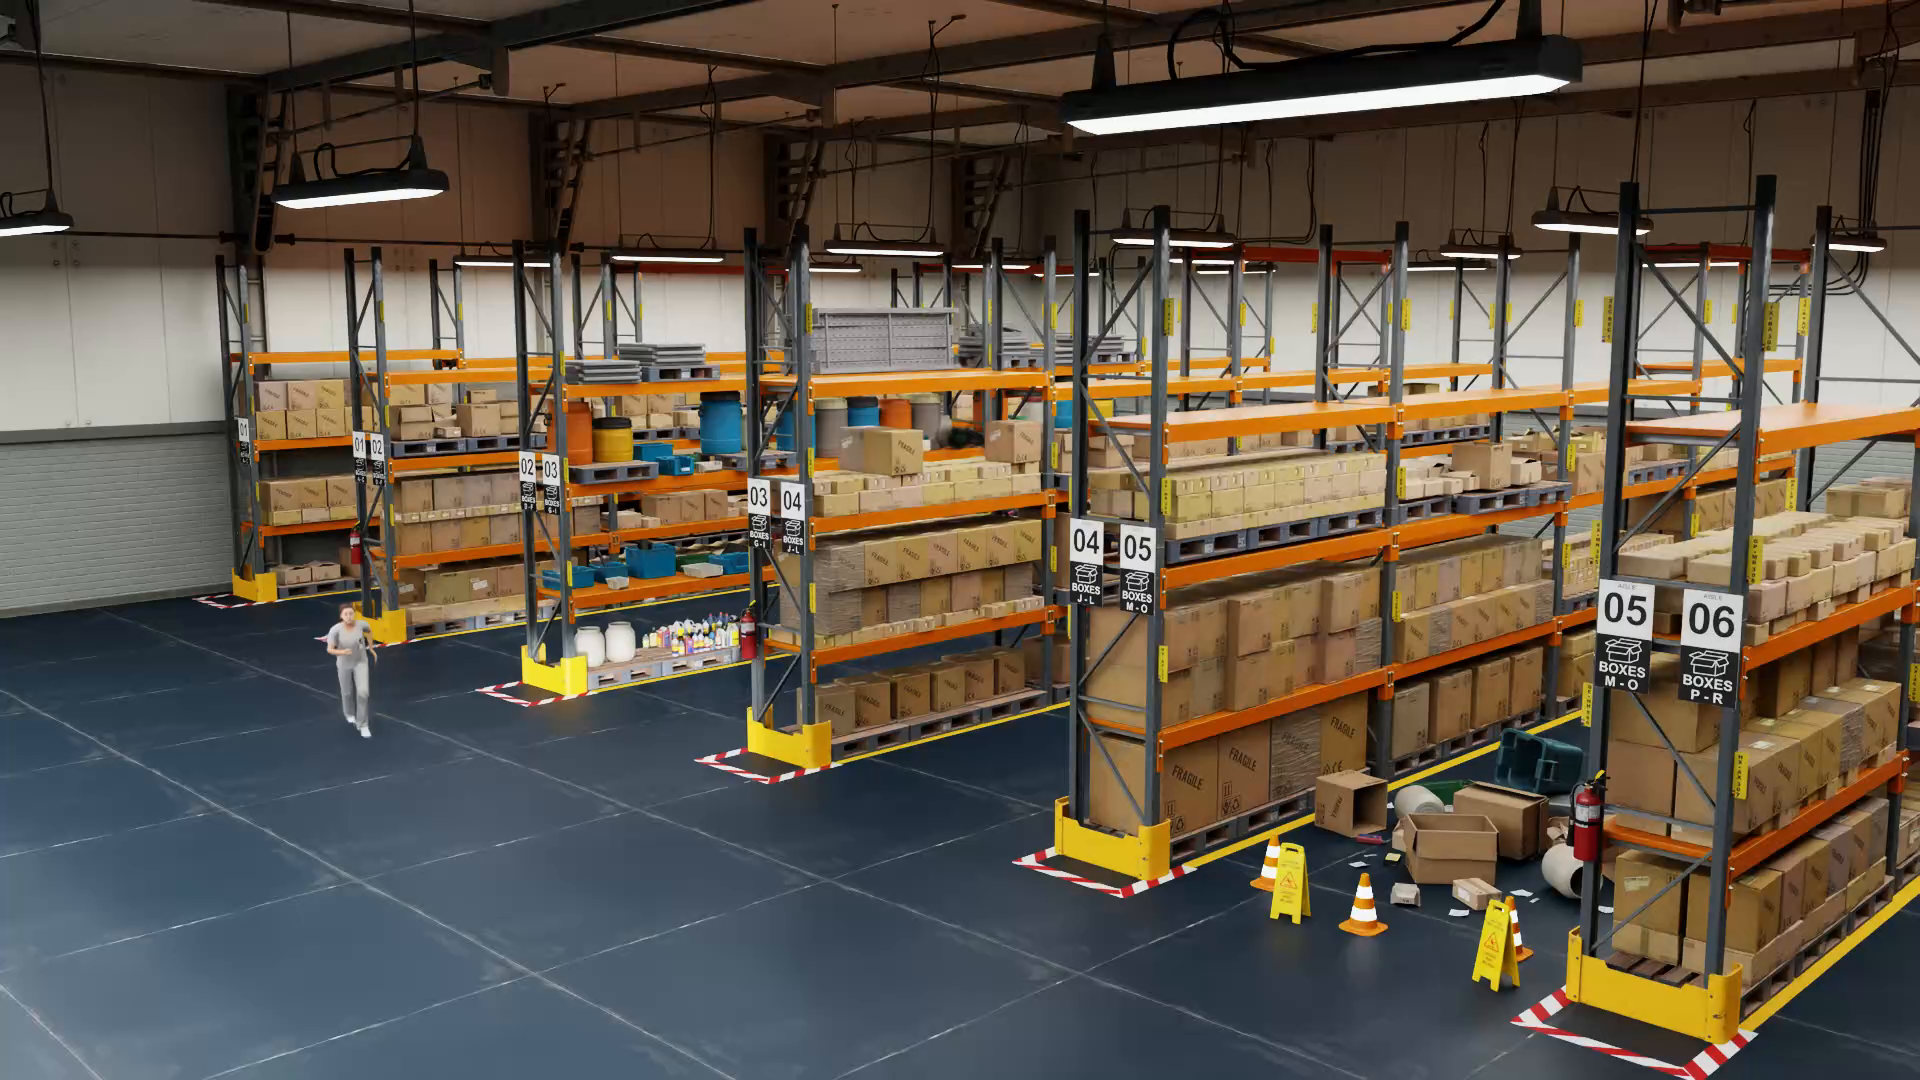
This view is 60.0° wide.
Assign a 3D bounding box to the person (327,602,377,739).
[{"bbox_3d":[-7.323,1.534,20.059,0.561,1.638,0.951,-3,9,-21],"label":"person"}]

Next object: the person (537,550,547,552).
[{"bbox_3d":[-7.473,0.111,29.837,0.707,1.695,0.915,3,8,17],"label":"person"}]

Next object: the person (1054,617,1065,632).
[{"bbox_3d":[1.335,0.560,24.508,0.606,1.814,0.760,8,11,44],"label":"person"}]
